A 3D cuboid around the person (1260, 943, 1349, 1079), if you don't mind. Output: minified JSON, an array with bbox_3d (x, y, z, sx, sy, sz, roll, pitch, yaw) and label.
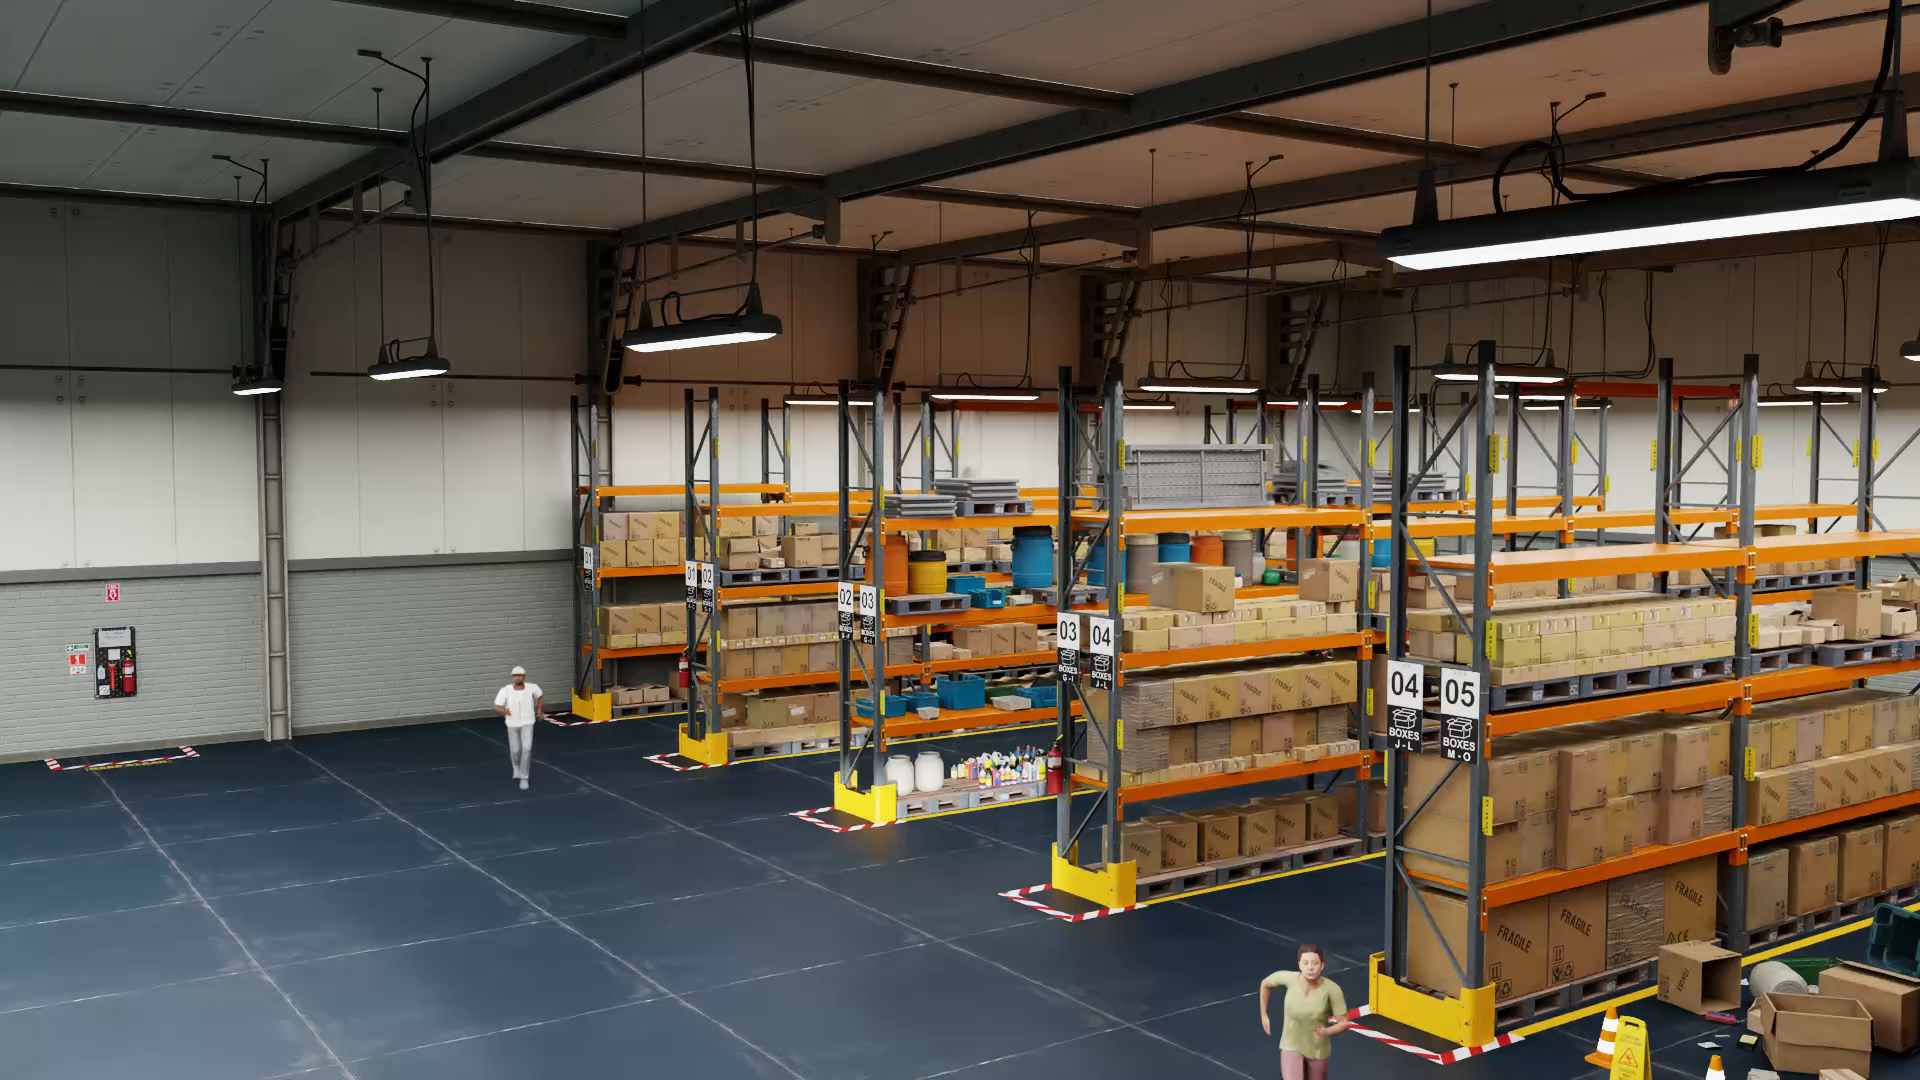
[{"bbox_3d":[2.423,3.625,11.731,0.613,1.616,0.728,1,4,11],"label":"person"}]

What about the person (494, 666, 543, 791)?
[{"bbox_3d":[-6.591,2.781,24.865,0.704,1.798,0.922,-1,4,-13],"label":"person"}]
